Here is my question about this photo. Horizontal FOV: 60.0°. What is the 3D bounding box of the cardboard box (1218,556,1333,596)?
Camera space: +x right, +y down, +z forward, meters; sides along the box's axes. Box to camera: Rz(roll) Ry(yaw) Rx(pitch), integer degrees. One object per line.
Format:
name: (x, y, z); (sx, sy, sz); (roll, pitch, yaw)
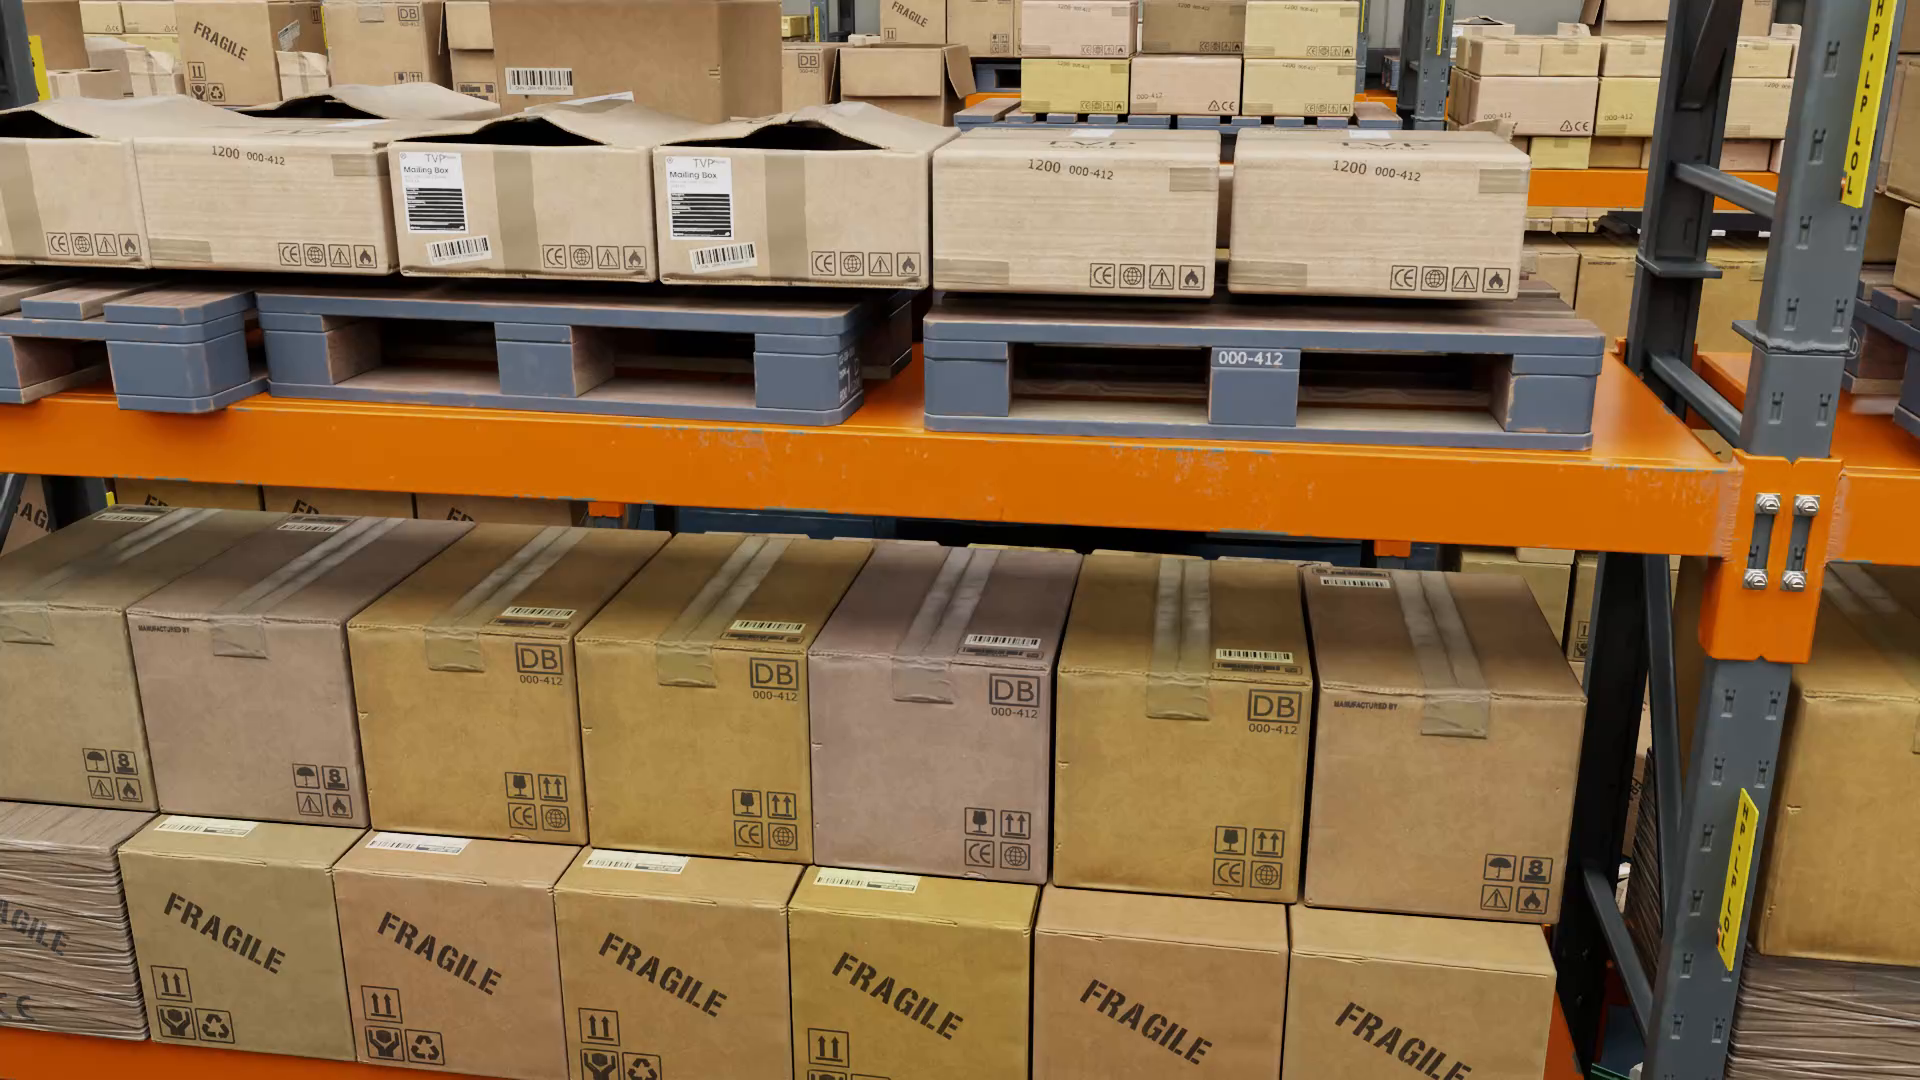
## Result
cardboard box: (1.657, 0.425, 8.786); (0.625, 0.372, 0.950); (3, 19, 9)

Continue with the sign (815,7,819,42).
sign: (-1.079, -3.851, 12.543); (0.005, 0.325, 0.100); (3, 19, 9)

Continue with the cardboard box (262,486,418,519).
cardboard box: (-3.323, -0.096, 9.551); (0.875, 0.875, 0.875); (3, 19, 9)

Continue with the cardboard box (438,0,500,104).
cardboard box: (-2.170, -2.440, 8.317); (0.637, 0.503, 0.797); (2, 19, 5)

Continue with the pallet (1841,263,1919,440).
pallet: (2.296, -0.377, 3.114); (1.213, 0.211, 1.003); (3, 19, 9)

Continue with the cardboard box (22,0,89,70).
cardboard box: (-4.899, -2.533, 8.600); (0.500, 0.500, 0.500); (3, 19, 8)

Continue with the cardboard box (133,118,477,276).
cardboard box: (-1.285, -0.709, 3.386); (0.500, 0.250, 0.500); (3, 19, 10)

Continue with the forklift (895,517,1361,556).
forklift: (1.138, -1.325, 10.643); (3.031, 2.935, 1.130); (3, 19, 7)

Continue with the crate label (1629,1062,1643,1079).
crate label: (2.404, 1.848, 5.563); (0.250, 0.136, 0.298); (-11, 21, -29)

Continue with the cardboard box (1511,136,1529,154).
cardboard box: (2.447, -1.806, 7.643); (0.250, 0.149, 0.380); (3, 19, 8)

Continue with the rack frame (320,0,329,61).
rack frame: (-4.940, -5.399, 13.258); (0.127, 3.000, 1.000); (3, 19, 9)

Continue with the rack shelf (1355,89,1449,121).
rack shelf: (4.933, -3.133, 12.344); (4.000, 0.370, 1.077); (3, 19, 9)

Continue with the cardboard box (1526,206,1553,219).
cardboard box: (4.251, -2.494, 12.382); (0.250, 0.149, 0.380); (3, 19, 8)

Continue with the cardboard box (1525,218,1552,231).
cardboard box: (4.240, -2.342, 12.396); (0.250, 0.149, 0.380); (3, 19, 8)

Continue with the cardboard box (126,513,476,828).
cardboard box: (-1.518, 0.287, 3.984); (0.500, 0.500, 0.700); (3, 19, 8)

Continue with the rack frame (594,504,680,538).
rack frame: (-1.774, -0.798, 8.961); (0.127, 3.000, 1.000); (3, 19, 9)

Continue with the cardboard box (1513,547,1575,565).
cardboard box: (2.829, -0.016, 8.090); (0.250, 0.149, 0.380); (3, 19, 9)

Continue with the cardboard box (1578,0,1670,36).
cardboard box: (4.865, -3.739, 12.040); (0.637, 0.503, 0.797); (4, 19, 10)

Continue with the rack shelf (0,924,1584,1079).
rack shelf: (-0.485, 1.200, 4.124); (4.000, 0.370, 1.077); (3, 19, 9)

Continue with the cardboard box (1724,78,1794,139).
cardboard box: (3.569, -1.929, 7.381); (0.500, 0.250, 0.500); (3, 19, 9)

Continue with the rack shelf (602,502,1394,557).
rack shelf: (0.200, -0.356, 8.774); (4.000, 0.370, 1.077); (3, 19, 9)

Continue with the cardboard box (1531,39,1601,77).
cardboard box: (2.696, -2.156, 7.431); (0.250, 0.149, 0.380); (3, 19, 10)

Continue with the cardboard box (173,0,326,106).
cardboard box: (-3.560, -2.465, 8.396); (0.500, 0.500, 0.500); (3, 19, 9)

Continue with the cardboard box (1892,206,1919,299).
cardboard box: (1.795, -0.466, 2.817); (0.250, 0.149, 0.380); (3, 19, 8)

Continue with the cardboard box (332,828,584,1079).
cardboard box: (-1.059, 0.868, 3.824); (0.500, 0.500, 0.500); (3, 19, 9)

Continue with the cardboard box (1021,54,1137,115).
cardboard box: (0.573, -2.184, 7.951); (0.500, 0.250, 0.500); (3, 19, 9)

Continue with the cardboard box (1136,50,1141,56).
cardboard box: (0.660, -2.346, 8.434); (0.500, 0.250, 0.500); (3, 19, 8)

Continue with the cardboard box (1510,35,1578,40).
cardboard box: (2.792, -2.342, 7.986); (0.250, 0.149, 0.380); (2, 19, 7)

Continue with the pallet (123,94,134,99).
pallet: (-4.811, -2.300, 9.025); (1.217, 0.209, 0.805); (2, 19, 6)

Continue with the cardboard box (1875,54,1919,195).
cardboard box: (2.016, -0.835, 3.293); (0.500, 0.250, 0.500); (3, 19, 8)

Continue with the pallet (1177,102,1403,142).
pallet: (1.582, -1.994, 8.105); (1.003, 0.211, 1.213); (3, 19, 9)

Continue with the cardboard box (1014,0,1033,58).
cardboard box: (0.691, -3.906, 12.544); (0.500, 0.500, 0.500); (3, 19, 10)

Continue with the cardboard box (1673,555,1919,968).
cardboard box: (1.849, 0.405, 3.426); (0.550, 0.550, 0.875); (3, 19, 9)

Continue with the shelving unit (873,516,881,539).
shelving unit: (-0.464, -0.447, 11.222); (0.210, 0.900, 0.258); (3, 19, 7)

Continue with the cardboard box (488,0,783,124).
cardboard box: (-0.699, -0.959, 3.737); (0.500, 0.500, 0.500); (3, 19, 9)

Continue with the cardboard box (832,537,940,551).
cardboard box: (-0.488, 0.315, 9.113); (0.625, 0.372, 0.950); (3, 19, 8)

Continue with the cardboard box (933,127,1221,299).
cardboard box: (0.236, -0.632, 3.154); (0.500, 0.250, 0.500); (3, 19, 8)

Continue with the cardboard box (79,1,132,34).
cardboard box: (-6.989, -4.309, 13.707); (0.500, 0.250, 0.500); (3, 19, 10)

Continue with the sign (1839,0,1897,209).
sign: (1.413, -0.687, 2.591); (0.005, 0.325, 0.100); (3, 19, 9)

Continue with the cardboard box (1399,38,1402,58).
cardboard box: (3.354, -3.584, 12.137); (0.250, 0.149, 0.380); (3, 19, 10)

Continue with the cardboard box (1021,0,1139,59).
cardboard box: (0.572, -2.418, 7.861); (0.500, 0.250, 0.500); (3, 19, 10)

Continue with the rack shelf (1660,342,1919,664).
rack shelf: (3.464, -0.021, 3.046); (4.000, 0.370, 1.077); (3, 19, 9)

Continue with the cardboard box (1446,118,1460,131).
cardboard box: (2.535, -1.980, 8.161); (0.250, 0.149, 0.380); (3, 19, 9)

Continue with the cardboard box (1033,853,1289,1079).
cardboard box: (0.433, 0.944, 3.597); (0.500, 0.500, 0.500); (3, 19, 8)

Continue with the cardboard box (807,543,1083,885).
cardboard box: (-0.008, 0.364, 3.755); (0.500, 0.500, 0.700); (3, 19, 9)

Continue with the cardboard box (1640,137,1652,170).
cardboard box: (3.197, -1.774, 7.546); (0.250, 0.149, 0.380); (3, 19, 10)

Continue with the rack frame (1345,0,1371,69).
rack frame: (2.959, -4.997, 12.055); (0.127, 3.000, 1.000); (3, 19, 9)

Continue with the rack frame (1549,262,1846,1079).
rack frame: (1.490, 0.959, 3.709); (0.127, 3.000, 1.000); (3, 19, 9)

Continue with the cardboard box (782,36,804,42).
cardboard box: (-1.379, -3.836, 12.921); (0.250, 0.149, 0.380); (3, 19, 10)

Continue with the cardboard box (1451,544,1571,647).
cardboard box: (2.715, 0.267, 8.268); (0.500, 0.500, 0.500); (4, 19, 11)

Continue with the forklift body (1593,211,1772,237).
forklift body: (4.746, -1.072, 11.117); (1.214, 2.155, 2.313); (3, 19, 9)

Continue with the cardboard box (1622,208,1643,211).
cardboard box: (5.006, -2.474, 12.321); (0.250, 0.149, 0.380); (3, 19, 9)

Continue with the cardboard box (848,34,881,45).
cardboard box: (-0.694, -3.799, 12.751); (0.250, 0.166, 0.380); (3, 19, 9)

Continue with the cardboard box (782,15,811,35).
cardboard box: (-1.310, -4.140, 13.360); (0.250, 0.149, 0.380); (2, 19, 7)

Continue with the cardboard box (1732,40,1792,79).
cardboard box: (3.463, -2.122, 7.329); (0.250, 0.149, 0.380); (2, 19, 7)

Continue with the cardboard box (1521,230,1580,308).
cardboard box: (2.575, -1.169, 7.868); (0.500, 0.500, 0.700); (3, 19, 8)

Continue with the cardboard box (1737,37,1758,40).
cardboard box: (3.554, -2.283, 7.811); (0.250, 0.149, 0.380); (3, 19, 8)

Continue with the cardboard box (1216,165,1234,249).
cardboard box: (0.505, -0.721, 3.579); (0.380, 0.149, 0.250); (3, 19, 9)

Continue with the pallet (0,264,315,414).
pallet: (-1.816, -0.559, 3.817); (1.003, 0.211, 1.213); (4, 19, 11)
